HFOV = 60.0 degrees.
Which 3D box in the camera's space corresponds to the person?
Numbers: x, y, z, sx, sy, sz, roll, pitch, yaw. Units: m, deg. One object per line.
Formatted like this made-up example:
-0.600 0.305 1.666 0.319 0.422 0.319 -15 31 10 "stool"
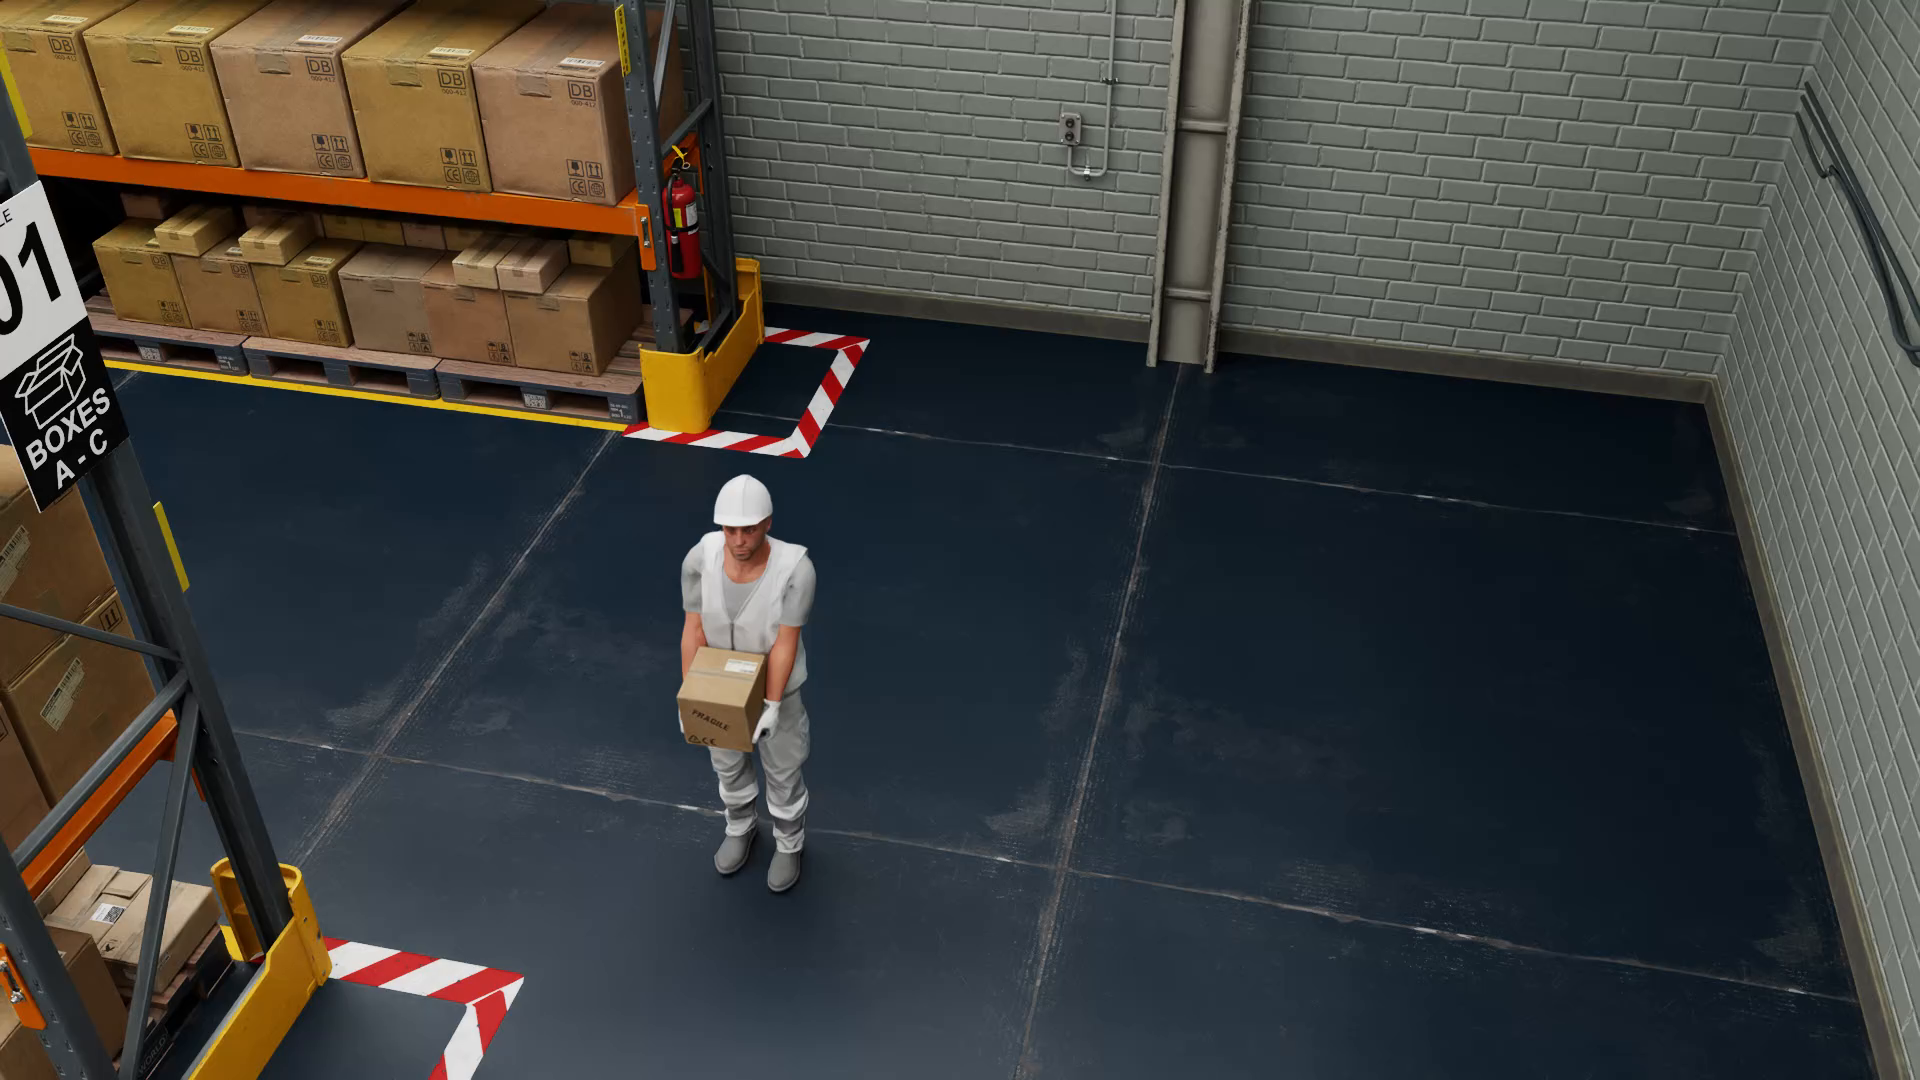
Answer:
-0.784 0.591 6.140 0.495 1.786 0.559 7 37 10 "person"
